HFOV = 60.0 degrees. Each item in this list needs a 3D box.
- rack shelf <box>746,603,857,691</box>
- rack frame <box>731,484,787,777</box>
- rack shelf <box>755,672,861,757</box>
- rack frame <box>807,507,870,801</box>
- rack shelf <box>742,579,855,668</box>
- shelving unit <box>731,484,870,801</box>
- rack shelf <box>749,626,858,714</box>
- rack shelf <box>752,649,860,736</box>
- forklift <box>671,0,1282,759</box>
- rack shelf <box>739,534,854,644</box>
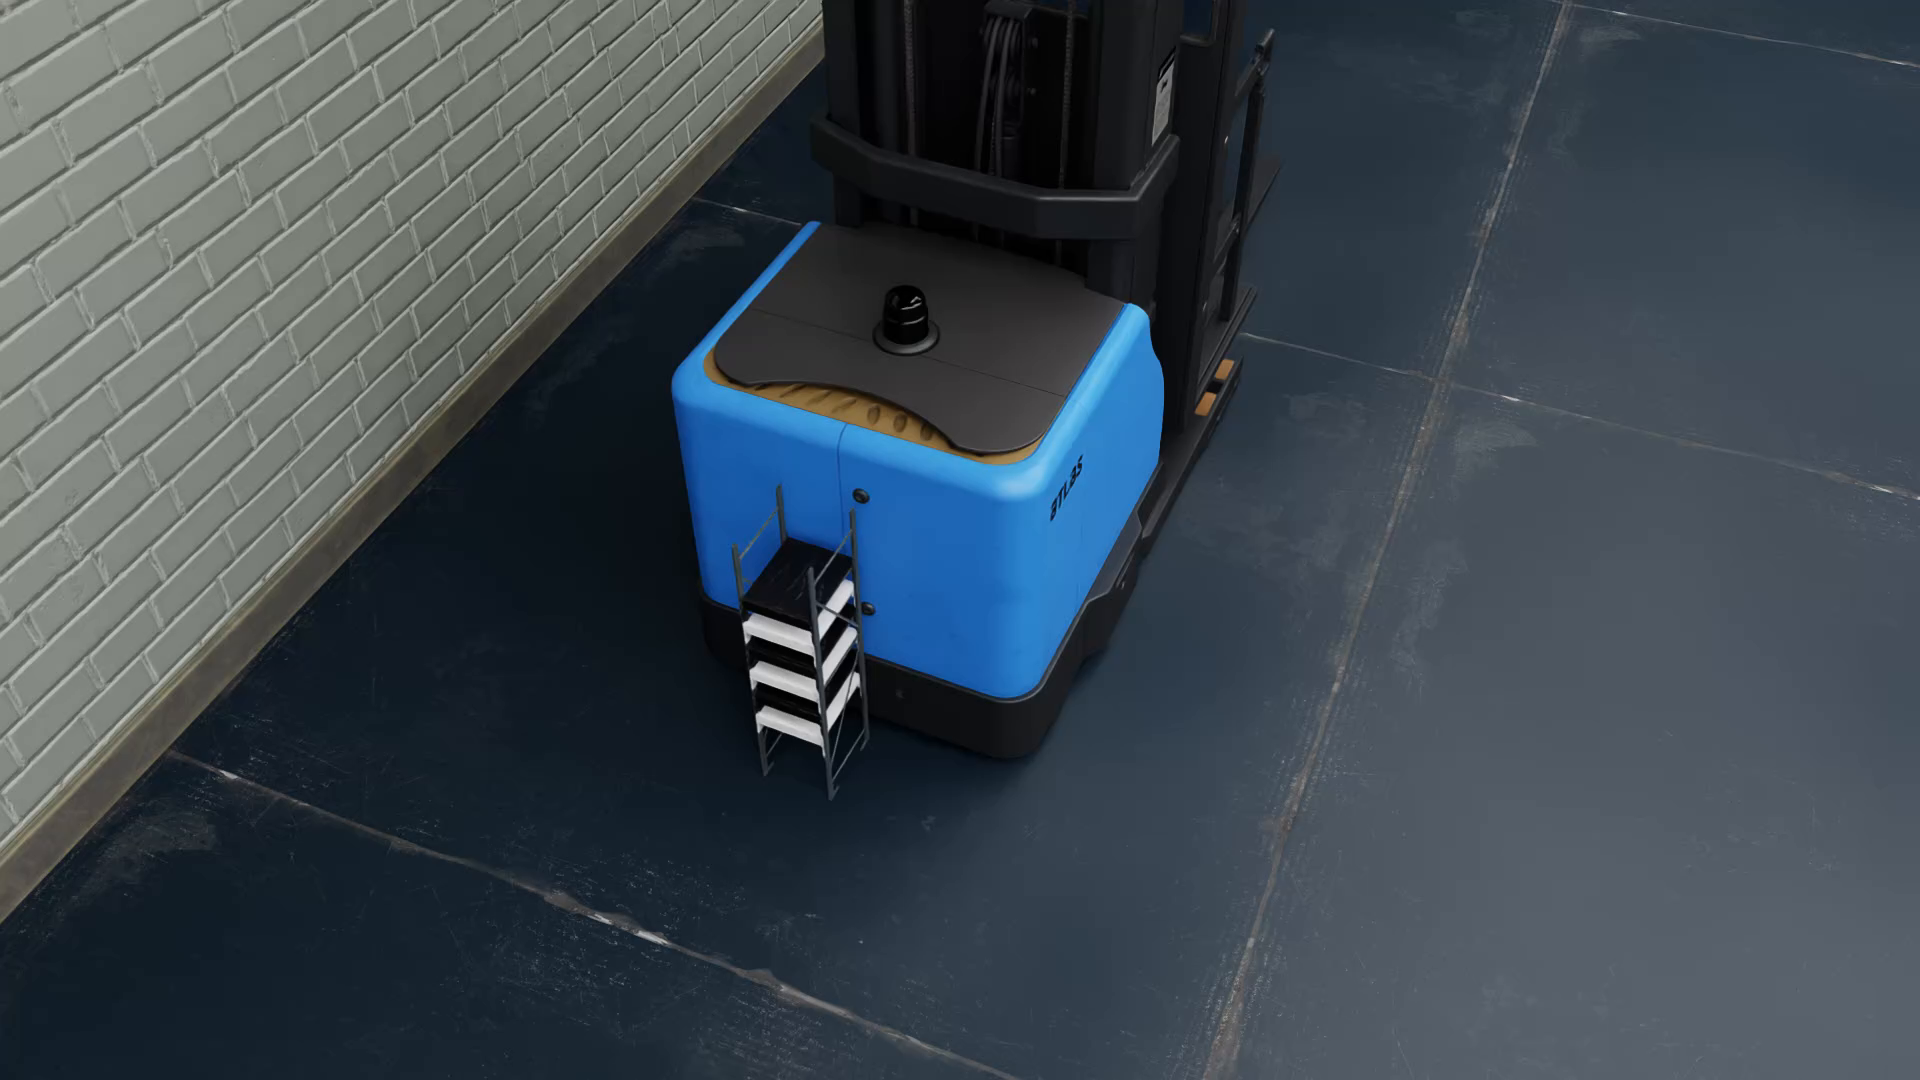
[{"bbox_3d":[-0.400,0.247,4.283,0.200,0.077,0.258,17,48,17],"label":"rack shelf"},{"bbox_3d":[-0.493,0.258,4.352,0.006,0.900,0.240,17,48,17],"label":"rack frame"},{"bbox_3d":[-0.400,0.438,4.474,0.200,0.077,0.258,17,48,17],"label":"rack shelf"},{"bbox_3d":[-0.307,0.316,4.294,0.006,0.900,0.240,17,48,17],"label":"rack frame"},{"bbox_3d":[-0.400,0.183,4.219,0.200,0.077,0.258,17,48,17],"label":"rack shelf"},{"bbox_3d":[-0.400,0.287,4.323,0.210,0.900,0.258,17,48,17],"label":"shelving unit"},{"bbox_3d":[-0.400,0.311,4.346,0.200,0.077,0.258,17,48,17],"label":"rack shelf"},{"bbox_3d":[-0.400,0.374,4.410,0.200,0.077,0.258,17,48,17],"label":"rack shelf"},{"bbox_3d":[0.319,-1.491,4.671,1.130,2.935,3.031,17,47,17],"label":"forklift"},{"bbox_3d":[-0.400,0.120,4.156,0.200,0.077,0.258,17,48,17],"label":"rack shelf"}]
